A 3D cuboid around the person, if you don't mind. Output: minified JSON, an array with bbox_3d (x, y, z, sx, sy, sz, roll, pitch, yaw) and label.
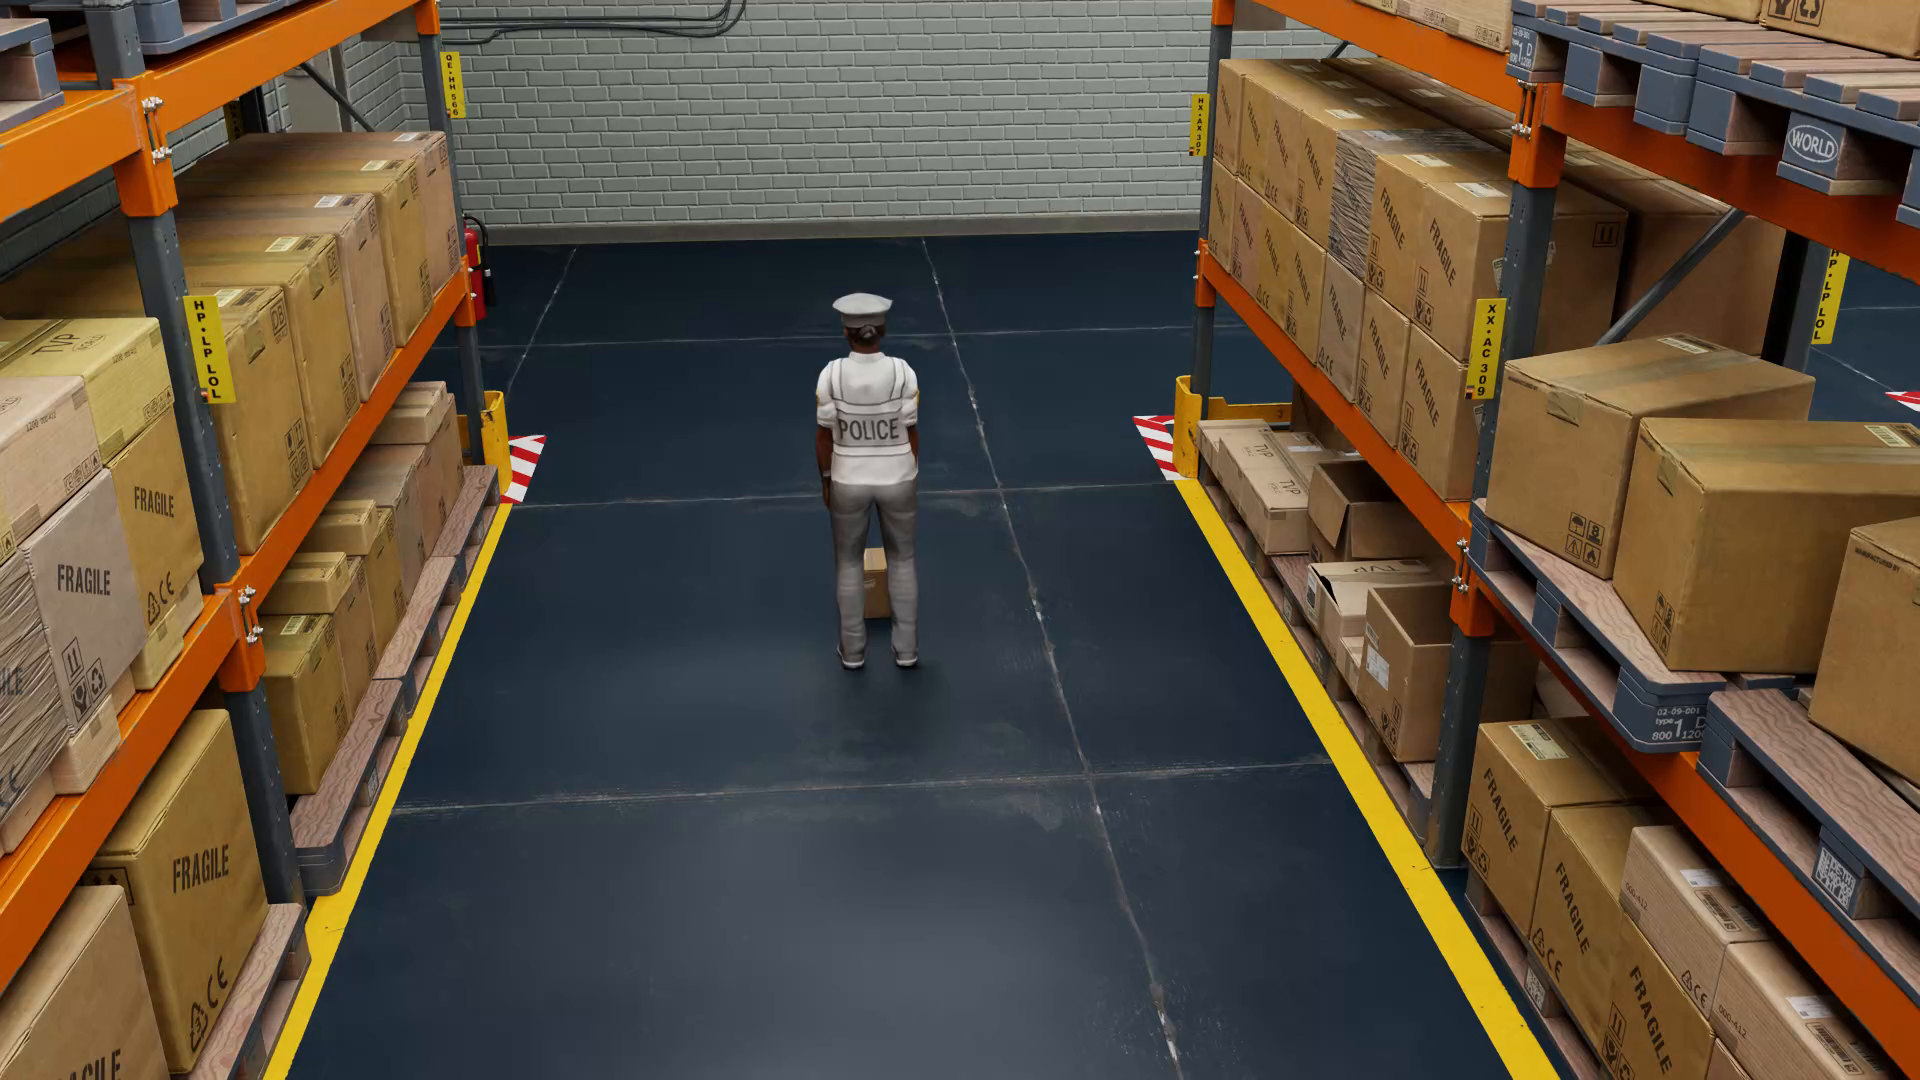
[{"bbox_3d":[-0.393,-0.231,7.144,0.439,1.661,0.339,-2,24,-4],"label":"person"}]
